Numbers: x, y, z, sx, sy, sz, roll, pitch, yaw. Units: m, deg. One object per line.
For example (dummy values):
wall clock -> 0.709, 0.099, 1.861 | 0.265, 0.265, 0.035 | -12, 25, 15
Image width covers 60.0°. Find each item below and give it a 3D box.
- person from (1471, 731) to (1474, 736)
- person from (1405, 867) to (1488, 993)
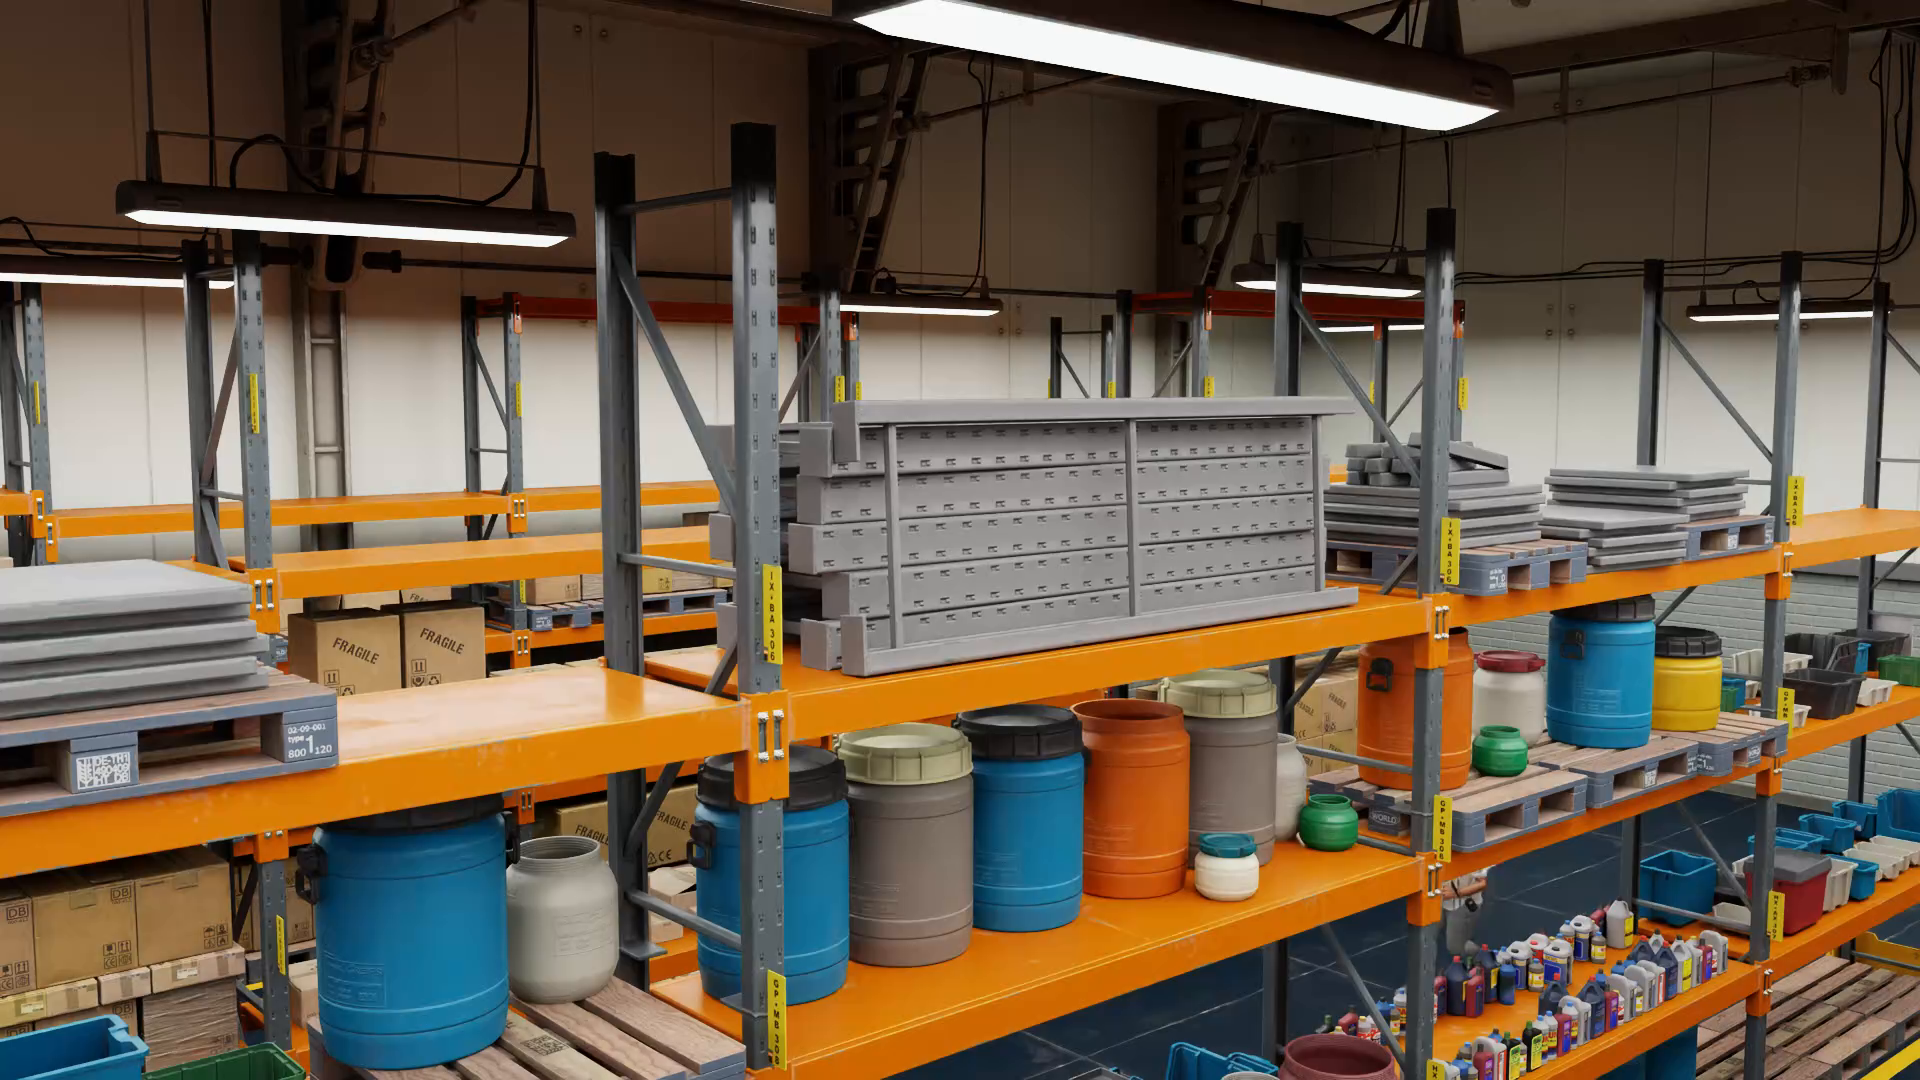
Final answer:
person -> 5.560, 2.599, 18.615 | 0.603, 1.606, 0.857 | -2, 6, -17
person -> 4.167, 3.043, 13.896 | 0.907, 1.639, 0.630 | -3, 6, -30
